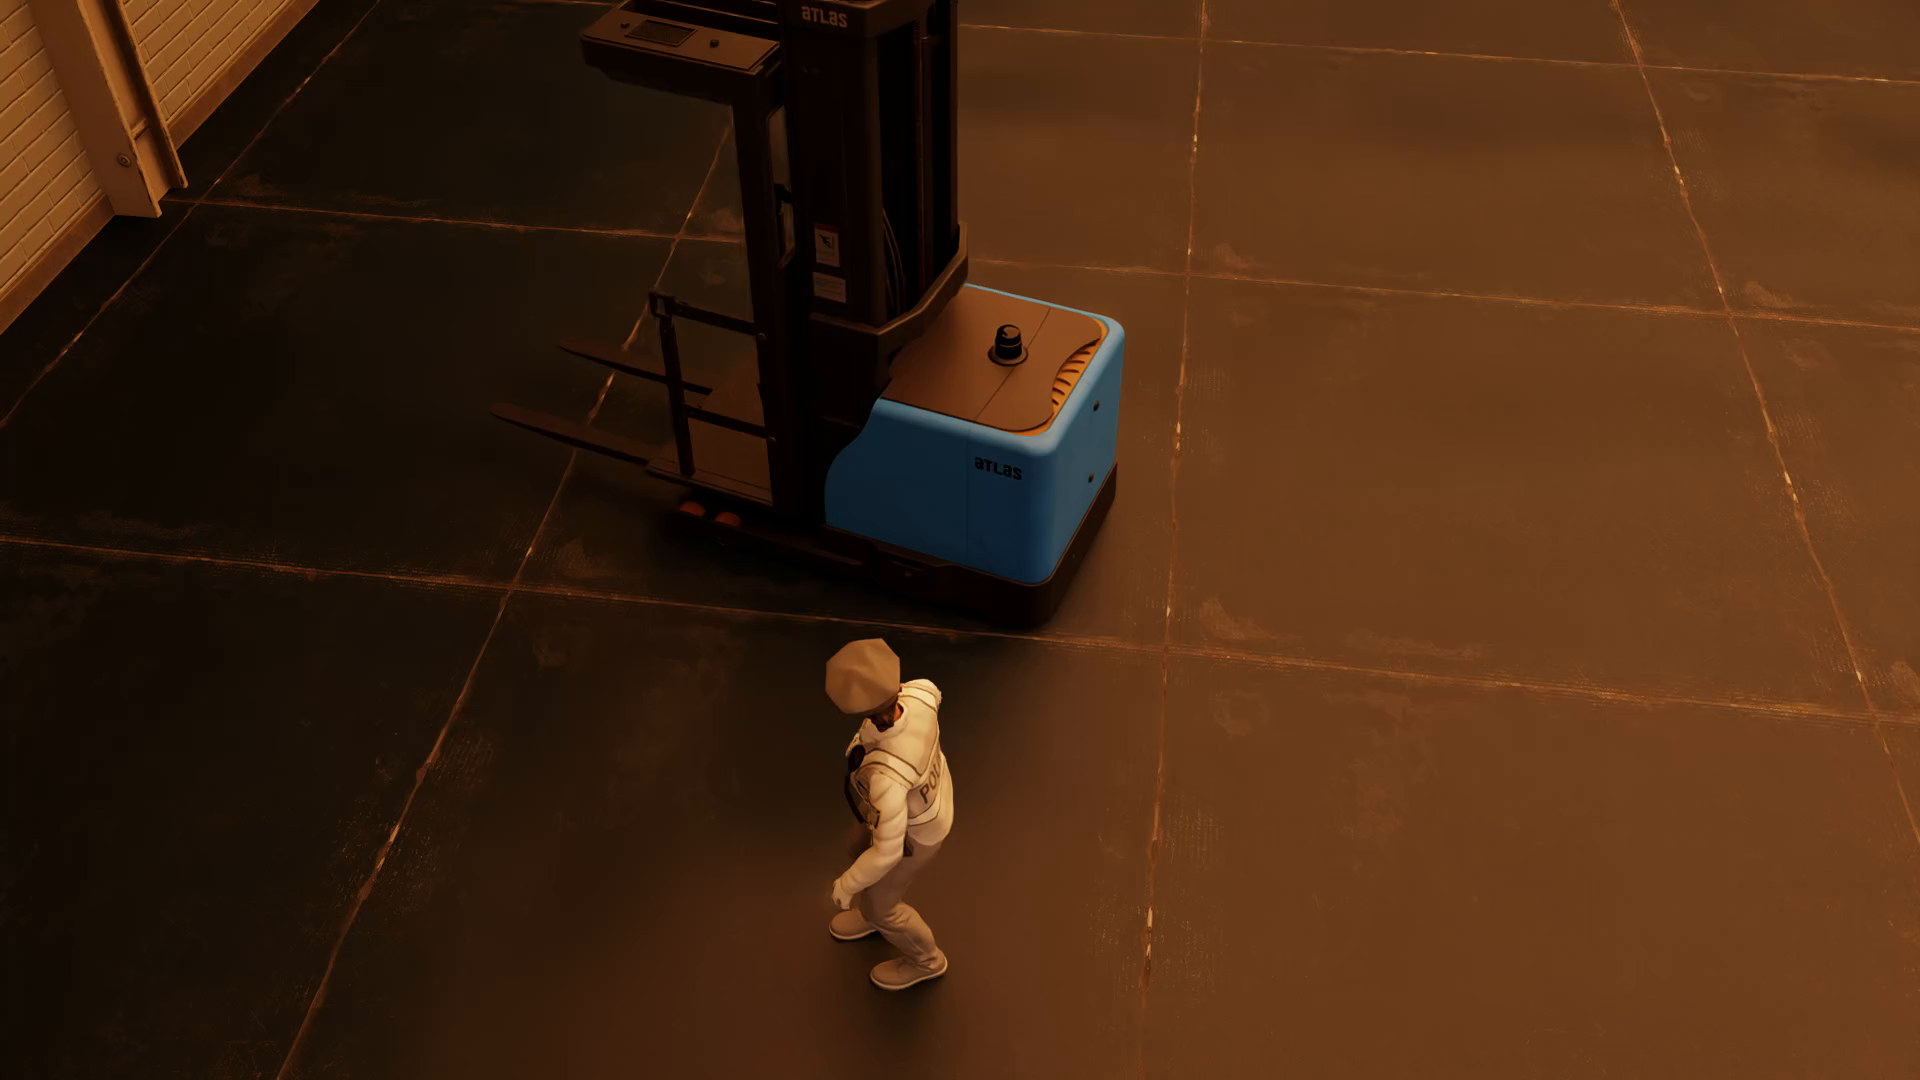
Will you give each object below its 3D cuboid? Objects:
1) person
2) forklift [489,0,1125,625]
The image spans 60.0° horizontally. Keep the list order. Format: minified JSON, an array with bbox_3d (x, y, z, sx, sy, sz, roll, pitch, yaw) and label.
[{"bbox_3d":[-0.263,0.963,5.645,0.472,1.639,0.697,2,43,2],"label":"person"},{"bbox_3d":[-0.819,-1.358,7.203,3.031,2.935,1.130,16,45,17],"label":"forklift"}]
